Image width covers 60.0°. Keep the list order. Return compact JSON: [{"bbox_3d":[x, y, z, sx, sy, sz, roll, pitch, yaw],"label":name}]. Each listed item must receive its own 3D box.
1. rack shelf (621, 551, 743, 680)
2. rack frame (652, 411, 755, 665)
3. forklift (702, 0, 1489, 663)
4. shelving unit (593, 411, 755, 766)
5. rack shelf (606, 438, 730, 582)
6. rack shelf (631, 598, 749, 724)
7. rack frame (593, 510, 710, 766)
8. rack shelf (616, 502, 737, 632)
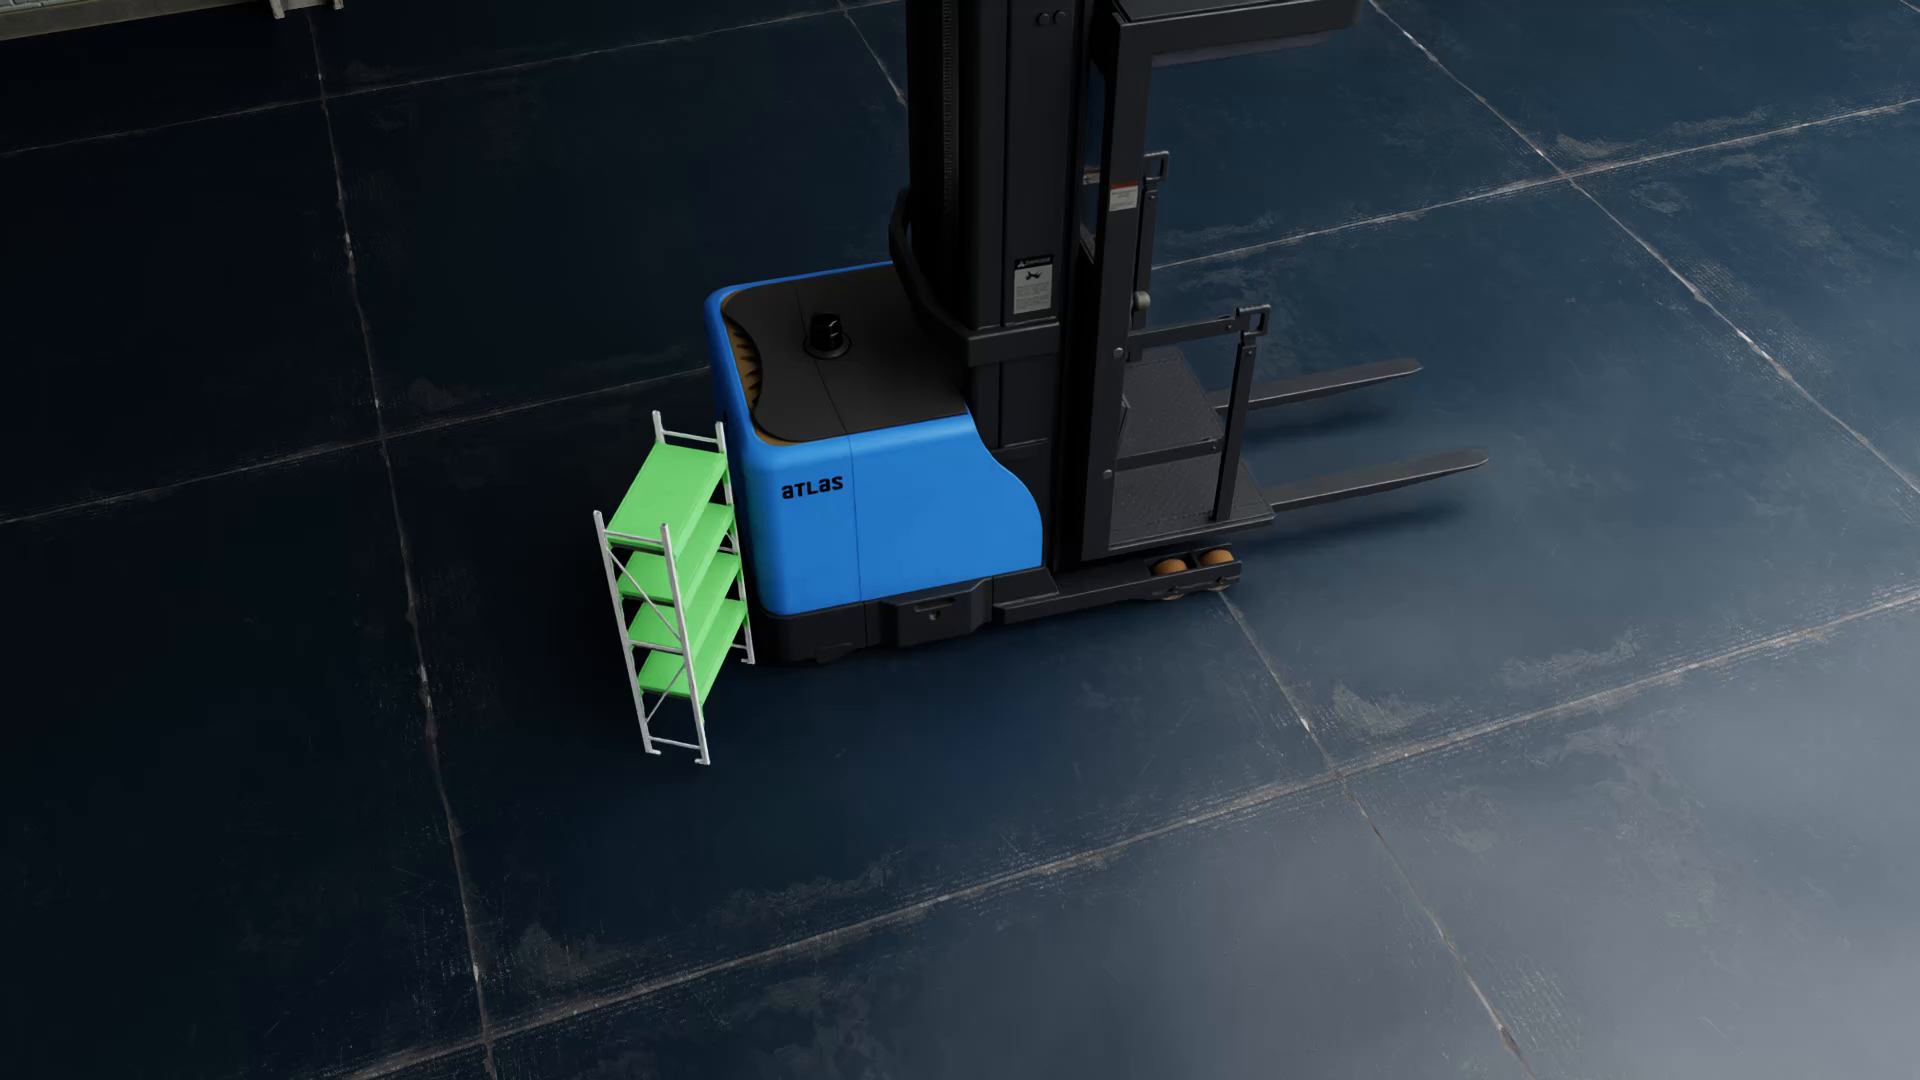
[{"bbox_3d":[-0.954,0.235,5.758,0.258,0.148,0.480,10,46,10],"label":"rack shelf"},{"bbox_3d":[-0.894,0.022,5.880,0.240,1.200,0.015,10,46,10],"label":"rack frame"},{"bbox_3d":[0.607,-1.151,5.828,3.031,2.935,1.130,-11,46,-11],"label":"forklift"},{"bbox_3d":[-0.954,0.190,5.713,0.258,1.200,0.503,10,46,10],"label":"shelving unit"},{"bbox_3d":[-0.955,-0.104,5.418,0.258,0.148,0.480,10,46,10],"label":"rack shelf"},{"bbox_3d":[-0.954,0.404,5.928,0.258,0.148,0.480,10,46,10],"label":"rack shelf"},{"bbox_3d":[-1.015,0.357,5.546,0.240,1.200,0.015,10,46,10],"label":"rack frame"},{"bbox_3d":[-0.955,0.066,5.588,0.258,0.148,0.480,10,46,10],"label":"rack shelf"}]
